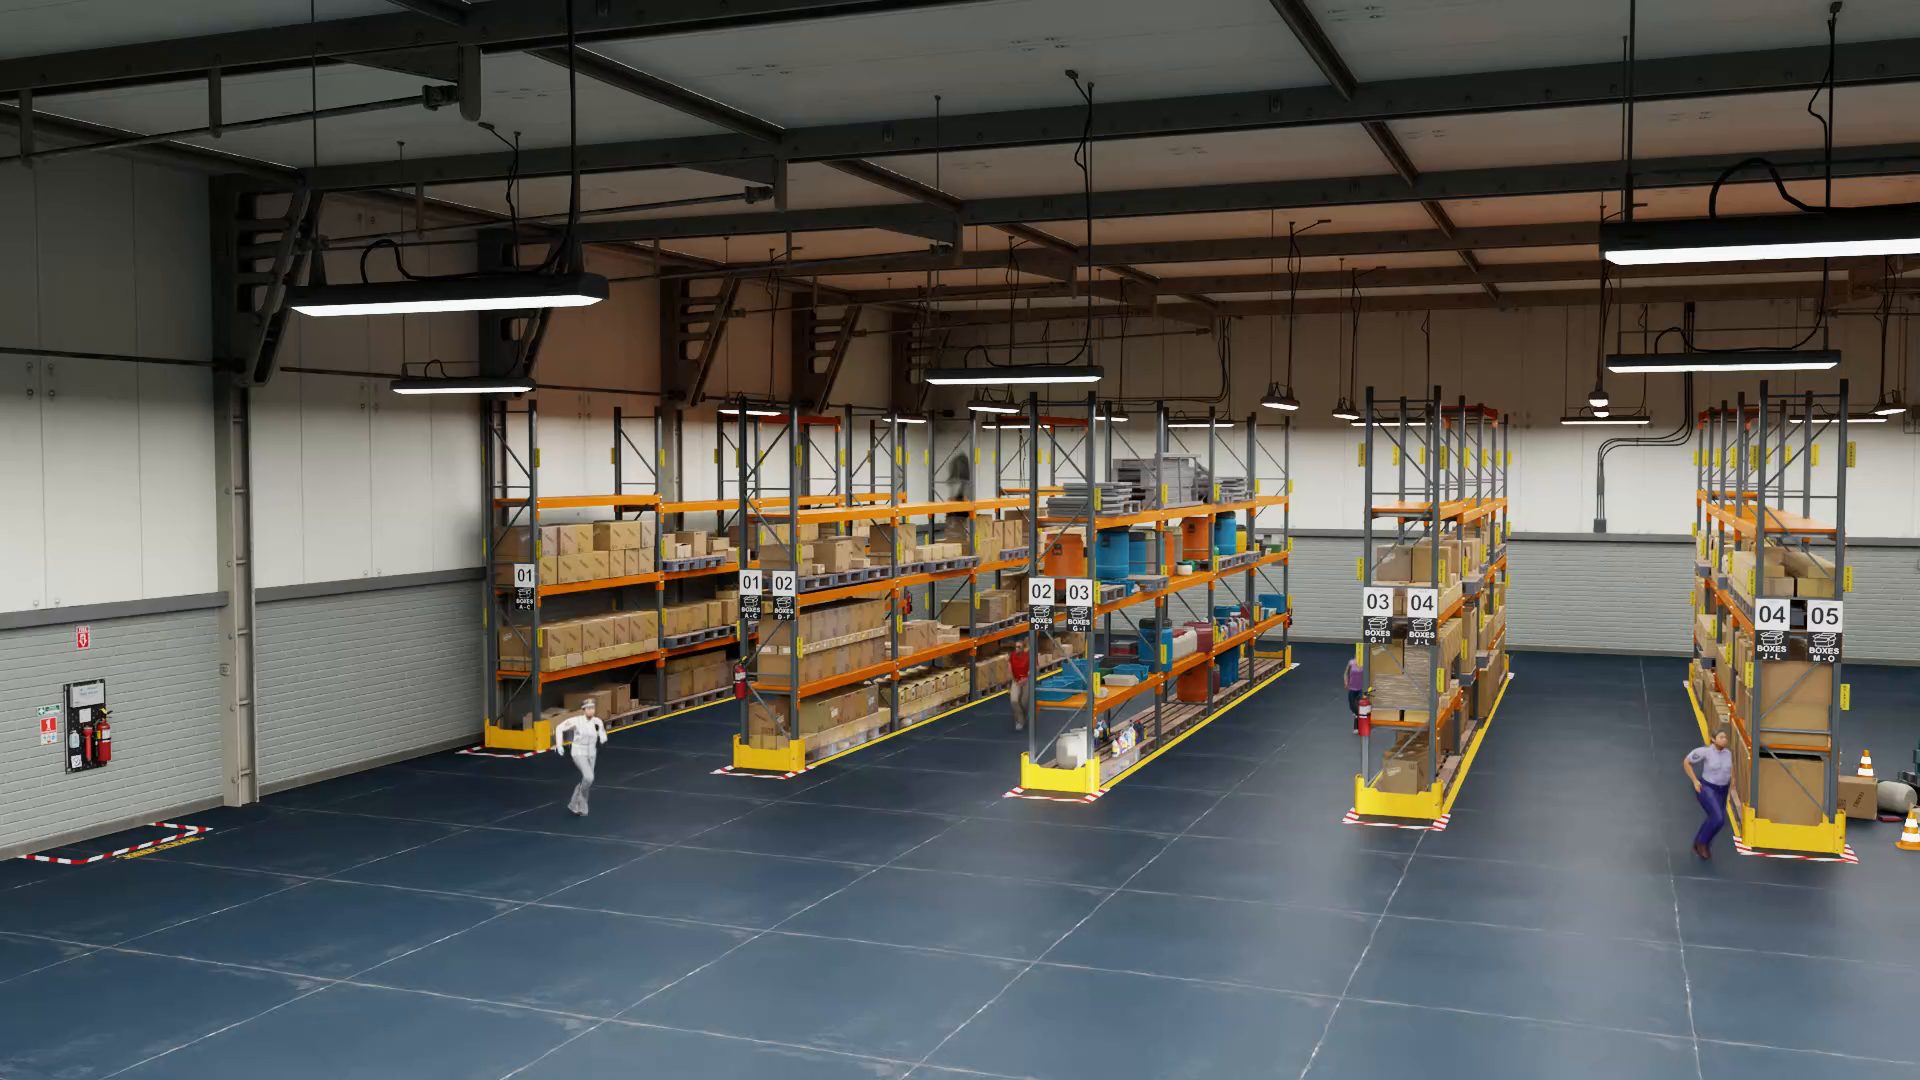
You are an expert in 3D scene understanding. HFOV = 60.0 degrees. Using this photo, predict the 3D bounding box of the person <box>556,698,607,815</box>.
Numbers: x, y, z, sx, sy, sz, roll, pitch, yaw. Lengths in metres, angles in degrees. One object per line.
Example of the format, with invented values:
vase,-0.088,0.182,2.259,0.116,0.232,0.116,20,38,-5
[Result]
person,-5.228,3.009,23.139,0.643,1.643,0.750,-3,4,-42

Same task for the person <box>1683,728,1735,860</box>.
person,9.415,3.173,20.782,0.594,1.648,0.612,-1,3,-21

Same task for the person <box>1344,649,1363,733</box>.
person,7.300,2.742,30.443,0.547,1.570,0.548,1,3,18

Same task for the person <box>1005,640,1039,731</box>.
person,1.198,2.681,30.884,0.665,1.703,0.829,1,3,19
